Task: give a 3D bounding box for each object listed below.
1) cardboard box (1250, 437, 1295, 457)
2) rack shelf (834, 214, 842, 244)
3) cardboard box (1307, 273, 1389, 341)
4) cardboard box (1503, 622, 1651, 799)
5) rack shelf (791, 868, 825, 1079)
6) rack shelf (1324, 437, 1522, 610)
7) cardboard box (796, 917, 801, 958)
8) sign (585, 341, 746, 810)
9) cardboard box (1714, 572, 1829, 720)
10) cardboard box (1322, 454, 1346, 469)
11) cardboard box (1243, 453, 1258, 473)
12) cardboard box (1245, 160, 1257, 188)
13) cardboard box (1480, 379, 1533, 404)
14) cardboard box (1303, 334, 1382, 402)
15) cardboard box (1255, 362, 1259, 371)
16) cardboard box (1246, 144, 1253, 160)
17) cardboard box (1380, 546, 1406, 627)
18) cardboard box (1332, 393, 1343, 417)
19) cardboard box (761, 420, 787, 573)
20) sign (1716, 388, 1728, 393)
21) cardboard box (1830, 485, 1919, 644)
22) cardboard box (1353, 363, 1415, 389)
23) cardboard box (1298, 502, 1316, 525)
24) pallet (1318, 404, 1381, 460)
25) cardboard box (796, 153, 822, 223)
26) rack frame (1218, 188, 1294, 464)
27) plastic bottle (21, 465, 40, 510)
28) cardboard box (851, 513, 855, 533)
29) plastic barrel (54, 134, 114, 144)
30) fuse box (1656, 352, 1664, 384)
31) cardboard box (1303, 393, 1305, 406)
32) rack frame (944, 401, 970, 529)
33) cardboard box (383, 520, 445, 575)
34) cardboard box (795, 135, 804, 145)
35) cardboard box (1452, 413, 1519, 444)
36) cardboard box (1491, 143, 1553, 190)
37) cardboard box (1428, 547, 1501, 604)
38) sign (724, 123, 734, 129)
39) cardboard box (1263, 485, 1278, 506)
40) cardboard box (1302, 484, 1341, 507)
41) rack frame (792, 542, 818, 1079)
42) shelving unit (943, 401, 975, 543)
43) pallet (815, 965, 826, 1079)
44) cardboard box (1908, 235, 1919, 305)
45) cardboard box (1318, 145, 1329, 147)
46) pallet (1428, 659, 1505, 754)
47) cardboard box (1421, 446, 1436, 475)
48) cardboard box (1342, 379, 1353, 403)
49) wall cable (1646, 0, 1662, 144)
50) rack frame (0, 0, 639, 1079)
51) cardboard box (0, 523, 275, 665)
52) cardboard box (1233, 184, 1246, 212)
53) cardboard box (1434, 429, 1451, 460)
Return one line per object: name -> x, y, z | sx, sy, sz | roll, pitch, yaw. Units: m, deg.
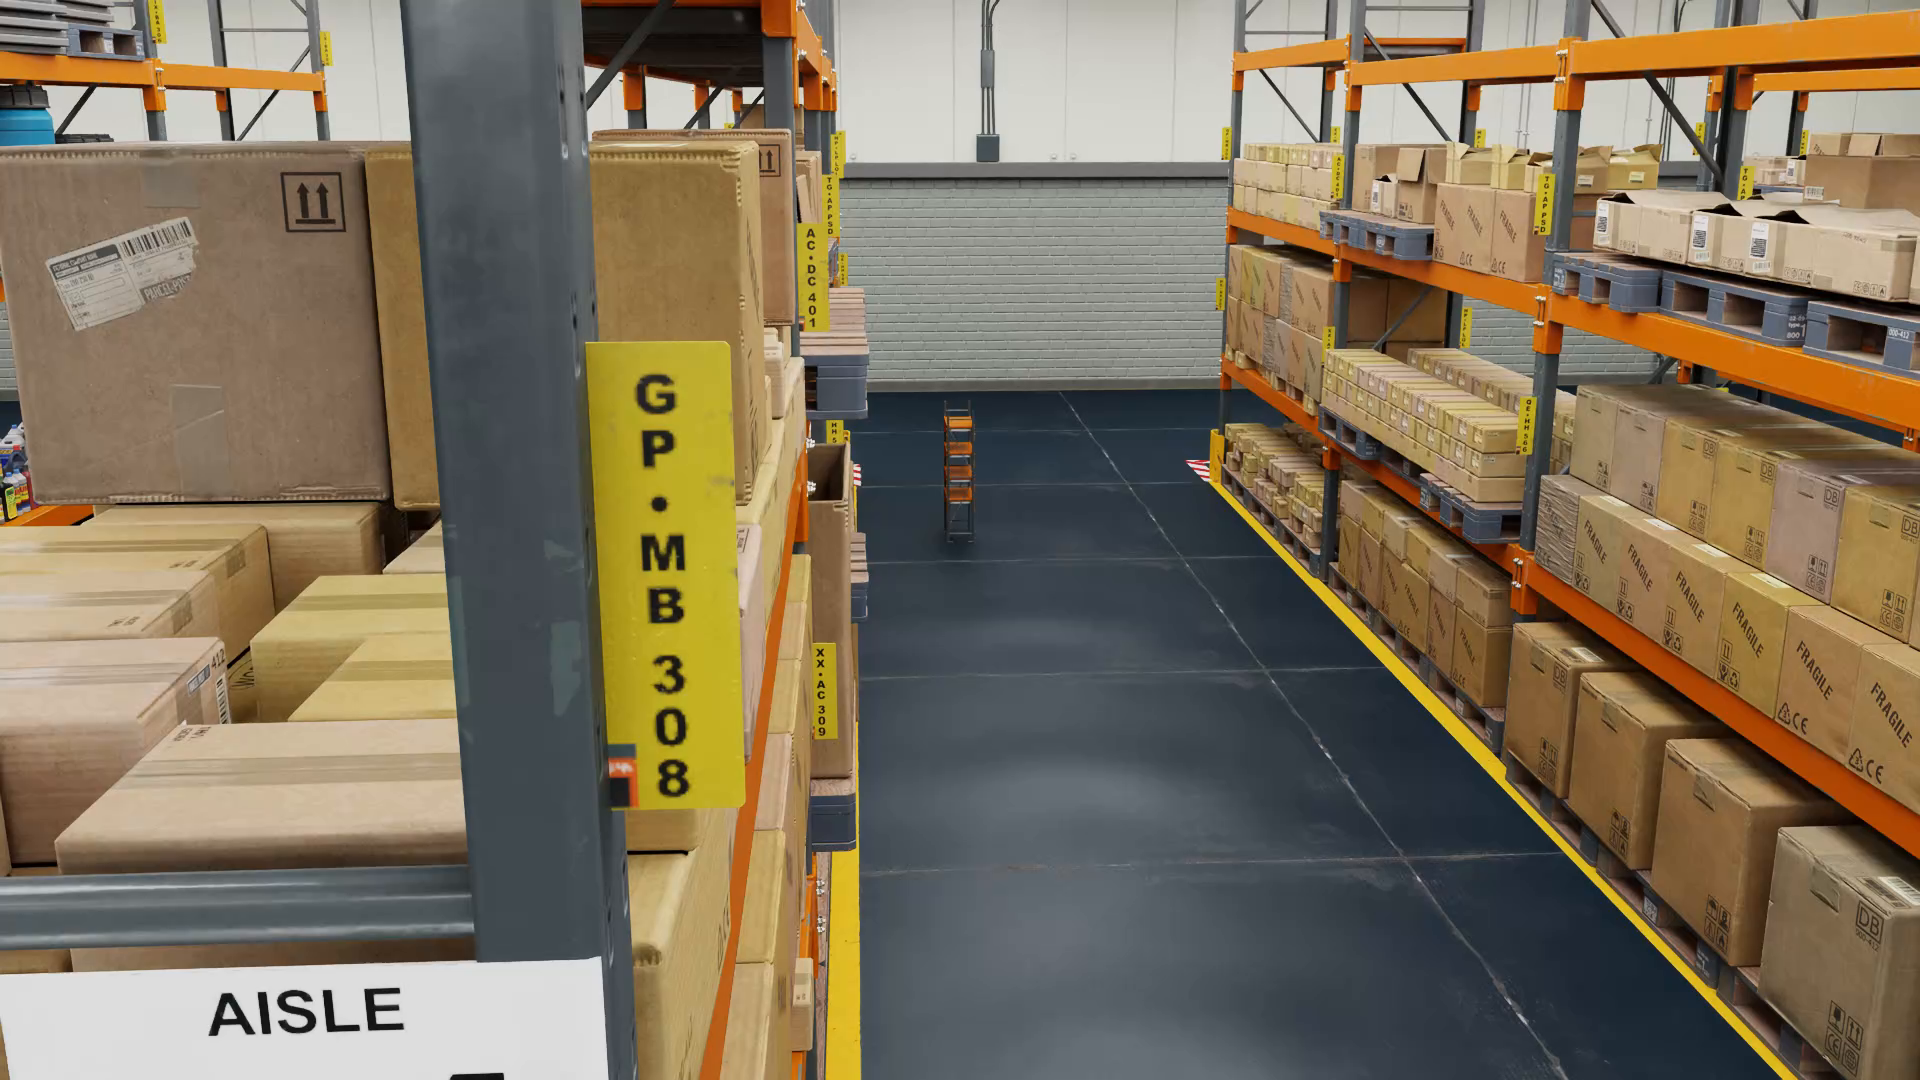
cardboard box -> 3.040, -0.901, 16.192 | 0.380, 0.149, 0.250 | -2, 15, -6
rack shelf -> -1.609, -2.673, 14.818 | 1.077, 0.370, 4.000 | -1, 14, -3
cardboard box -> 3.173, -1.912, 13.633 | 0.500, 0.500, 0.500 | -1, 14, -5
cardboard box -> 3.668, 0.911, 9.136 | 1.050, 0.750, 0.750 | -1, 14, -4
rack shelf -> -0.865, 1.765, 3.592 | 1.077, 0.370, 4.000 | -1, 14, -3
rack shelf -> 3.596, -0.277, 11.525 | 1.077, 0.370, 4.000 | -1, 14, -3
cardboard box -> -0.676, 1.152, 5.035 | 0.380, 0.149, 0.250 | -1, 14, -3
sign -> -0.200, 0.029, 1.120 | 0.100, 0.325, 0.005 | -1, 14, -3
cardboard box -> 3.606, 0.442, 7.089 | 0.500, 0.500, 0.500 | -1, 14, -3
cardboard box -> 3.586, -0.711, 15.455 | 0.380, 0.149, 0.250 | -1, 14, -3
cardboard box -> 2.972, -0.756, 16.225 | 0.380, 0.149, 0.250 | 0, 14, -2
cardboard box -> 3.025, -3.496, 15.873 | 0.500, 0.250, 0.500 | -1, 14, -4
cardboard box -> 3.790, -1.004, 11.377 | 0.380, 0.149, 0.250 | -1, 14, -4
cardboard box -> 3.160, -1.431, 13.770 | 0.500, 0.500, 0.500 | -1, 14, -3
cardboard box -> 3.090, -1.717, 16.184 | 0.380, 0.149, 0.250 | 0, 14, -1
cardboard box -> 2.959, -3.716, 15.927 | 0.380, 0.149, 0.250 | -1, 14, -4
cardboard box -> 3.333, 0.334, 11.881 | 0.500, 0.500, 0.500 | -1, 14, -2
cardboard box -> 3.060, -1.030, 12.672 | 0.380, 0.149, 0.250 | -1, 14, -3
cardboard box -> -0.641, -0.095, 3.658 | 0.500, 0.250, 0.500 | -1, 14, -4
sign -> 4.274, -0.698, 9.394 | 0.100, 0.325, 0.005 | -1, 14, -3
cardboard box -> 3.897, 0.083, 6.475 | 0.700, 0.500, 0.500 | -1, 14, -4
cardboard box -> 3.087, -1.192, 12.107 | 0.380, 0.149, 0.250 | -1, 14, -4
cardboard box -> 3.106, -0.230, 14.181 | 0.380, 0.149, 0.250 | -2, 15, -6
pallet -> 3.374, -0.837, 12.645 | 1.003, 0.211, 1.213 | -1, 14, -3
cardboard box -> -0.915, -1.577, 7.913 | 0.500, 0.500, 0.500 | -1, 14, -4
rack frame -> 3.224, -2.117, 17.235 | 1.000, 3.000, 0.127 | -1, 14, -3
plastic bottle -> -5.911, -0.344, 10.577 | 0.061, 0.283, 0.133 | -1, 14, -3
cardboard box -> -1.306, 0.356, 11.045 | 1.225, 0.875, 0.875 | -1, 14, -3
plastic barrel -> -6.169, -2.518, 11.552 | 0.600, 0.588, 0.600 | 0, 14, 0
fuse box -> 9.891, -2.993, 23.224 | 0.539, 1.711, 0.414 | -1, 14, -3
cardboard box -> 3.139, -1.198, 14.166 | 0.380, 0.149, 0.250 | 0, 14, -1
rack frame -> -0.025, -0.683, 15.273 | 0.240, 1.200, 0.015 | -1, 14, -3
cardboard box -> -0.531, 0.073, 2.206 | 0.380, 0.149, 0.250 | 0, 14, -1
cardboard box -> -1.593, -3.018, 13.471 | 0.700, 0.500, 0.500 | -2, 15, -7
cardboard box -> 3.219, -0.675, 10.096 | 0.380, 0.149, 0.250 | -1, 14, -4
cardboard box -> 3.389, -2.223, 9.891 | 0.396, 0.266, 0.258 | -1, 14, -3
cardboard box -> 3.374, 0.225, 10.801 | 0.500, 0.250, 0.500 | -1, 14, -3
sign -> -2.287, -3.973, 16.515 | 0.100, 0.325, 0.005 | -1, 14, -3
cardboard box -> 3.046, -0.420, 15.518 | 0.380, 0.149, 0.250 | -1, 14, -3
cardboard box -> 3.135, -0.381, 14.170 | 0.380, 0.149, 0.250 | -1, 14, -3
rack frame -> -0.989, 0.919, 5.436 | 1.000, 3.000, 0.127 | -1, 14, -3
shelving unit -> -0.010, -0.622, 15.037 | 0.258, 1.200, 0.503 | -1, 14, -3
pallet -> -1.039, 2.076, 6.536 | 1.003, 0.211, 1.213 | -1, 14, -3
cardboard box -> 3.764, -0.938, 5.889 | 0.500, 0.250, 0.500 | -1, 14, -3
cardboard box -> 3.552, -3.600, 15.475 | 0.380, 0.149, 0.250 | -1, 14, -5
pallet -> 3.673, 1.029, 10.605 | 1.003, 0.211, 1.213 | -1, 14, -3
cardboard box -> 3.189, -0.513, 10.660 | 0.380, 0.149, 0.250 | -1, 14, -4
cardboard box -> 3.072, -1.114, 12.402 | 0.380, 0.149, 0.250 | -1, 14, -2
wall cable -> 8.276, -6.545, 22.406 | 2.355, 3.000, 0.029 | -1, 14, -3
rack frame -> -0.738, -0.992, 0.822 | 0.949, 2.616, 0.053 | -1, 14, -3
cardboard box -> -1.135, 0.081, 2.172 | 0.380, 0.149, 0.250 | -1, 14, -3
cardboard box -> 2.997, -3.382, 16.431 | 0.500, 0.250, 0.500 | 0, 14, -1
cardboard box -> 3.198, -0.601, 10.406 | 0.380, 0.149, 0.250 | -1, 14, -2
